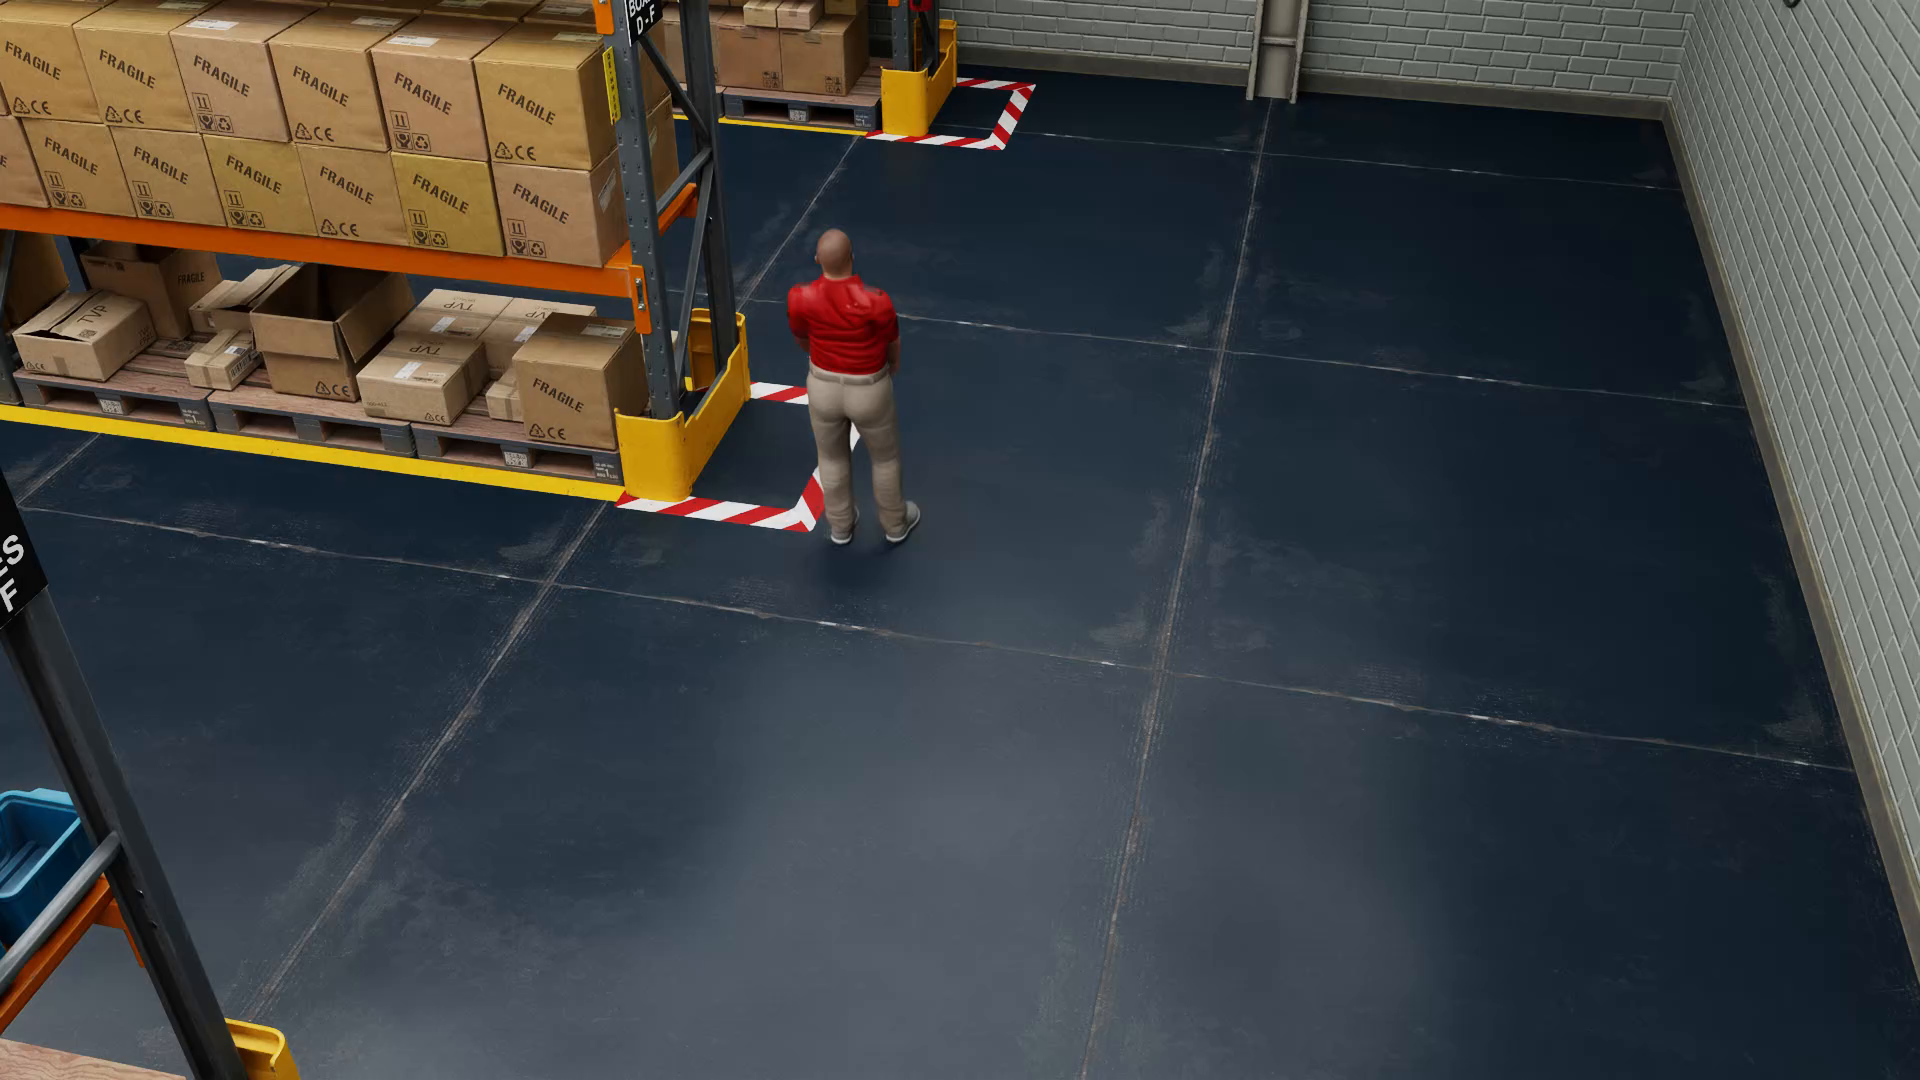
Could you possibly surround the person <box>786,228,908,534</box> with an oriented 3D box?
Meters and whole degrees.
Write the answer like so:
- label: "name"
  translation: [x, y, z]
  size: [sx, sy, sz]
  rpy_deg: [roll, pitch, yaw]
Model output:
- label: "person"
  translation: [-0.519, -0.770, 7.967]
  size: [0.531, 1.664, 0.479]
  rpy_deg: [6, 37, 8]
